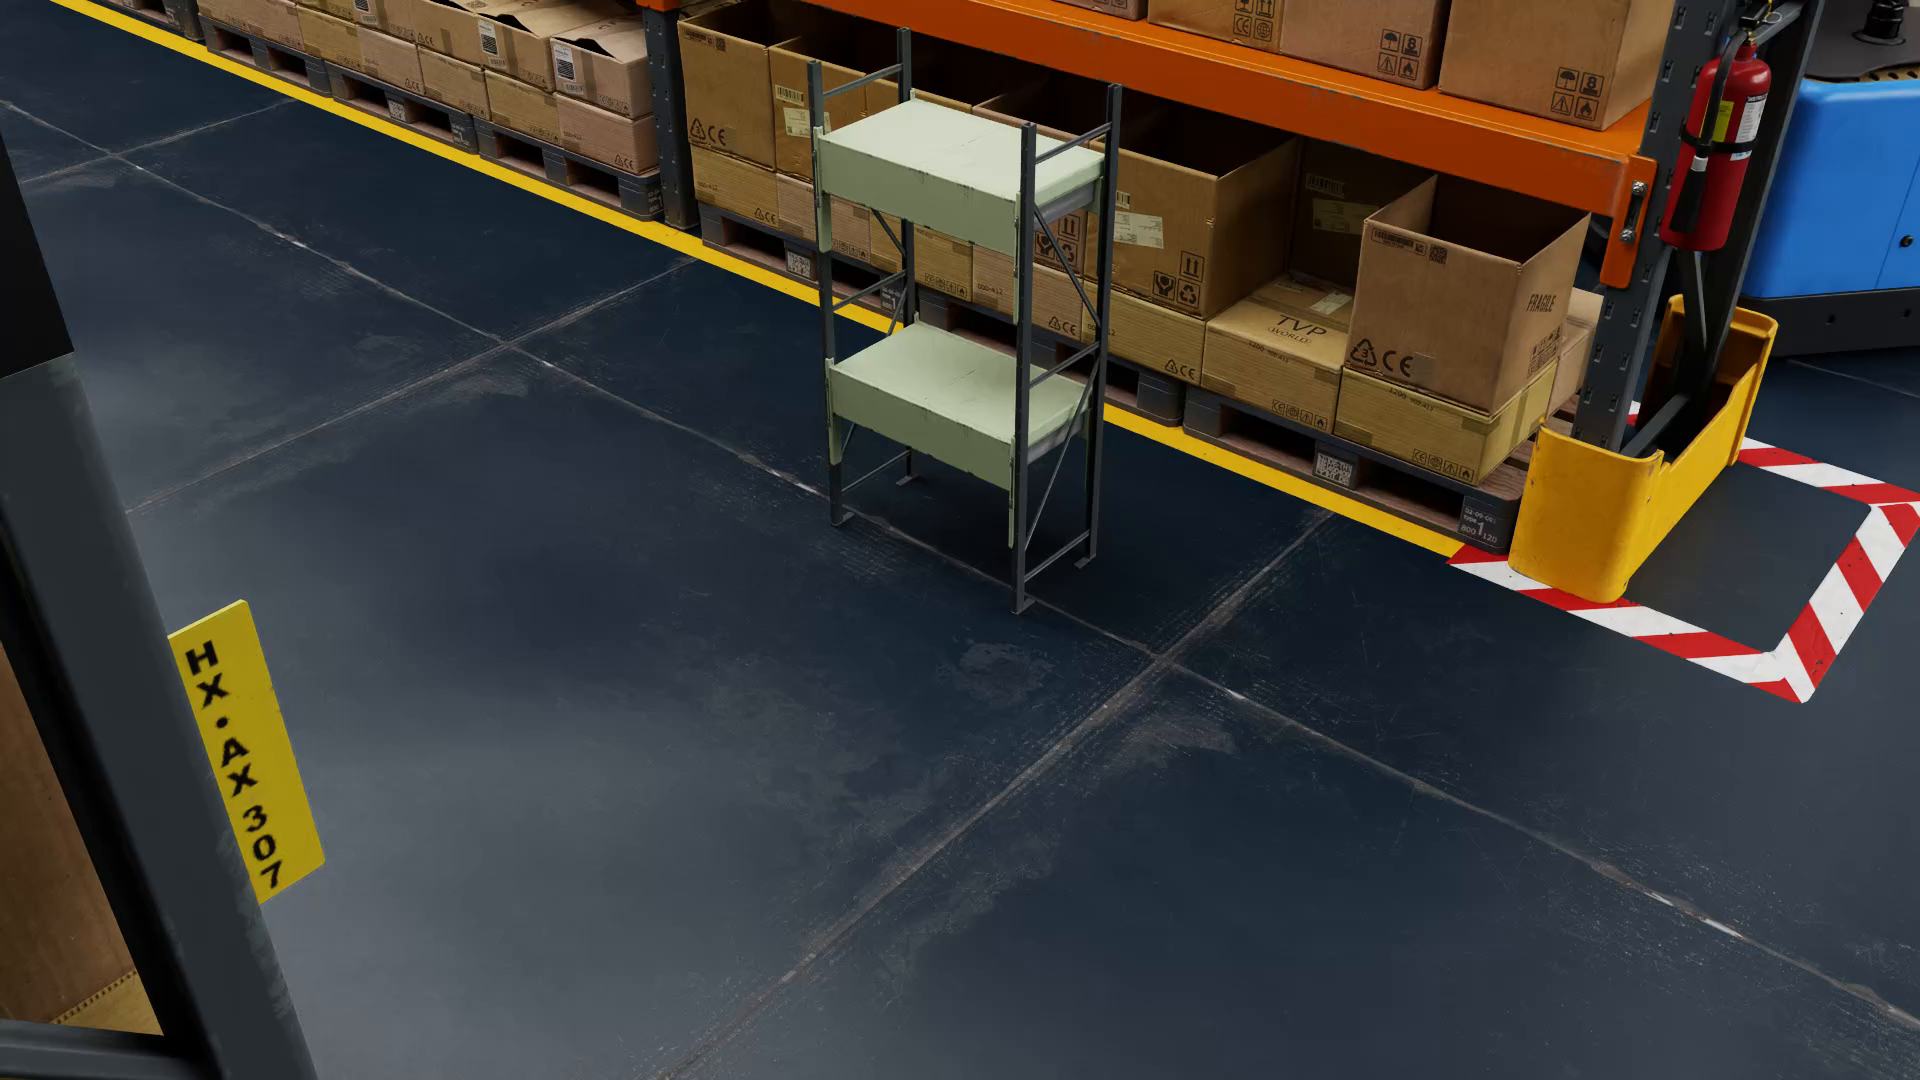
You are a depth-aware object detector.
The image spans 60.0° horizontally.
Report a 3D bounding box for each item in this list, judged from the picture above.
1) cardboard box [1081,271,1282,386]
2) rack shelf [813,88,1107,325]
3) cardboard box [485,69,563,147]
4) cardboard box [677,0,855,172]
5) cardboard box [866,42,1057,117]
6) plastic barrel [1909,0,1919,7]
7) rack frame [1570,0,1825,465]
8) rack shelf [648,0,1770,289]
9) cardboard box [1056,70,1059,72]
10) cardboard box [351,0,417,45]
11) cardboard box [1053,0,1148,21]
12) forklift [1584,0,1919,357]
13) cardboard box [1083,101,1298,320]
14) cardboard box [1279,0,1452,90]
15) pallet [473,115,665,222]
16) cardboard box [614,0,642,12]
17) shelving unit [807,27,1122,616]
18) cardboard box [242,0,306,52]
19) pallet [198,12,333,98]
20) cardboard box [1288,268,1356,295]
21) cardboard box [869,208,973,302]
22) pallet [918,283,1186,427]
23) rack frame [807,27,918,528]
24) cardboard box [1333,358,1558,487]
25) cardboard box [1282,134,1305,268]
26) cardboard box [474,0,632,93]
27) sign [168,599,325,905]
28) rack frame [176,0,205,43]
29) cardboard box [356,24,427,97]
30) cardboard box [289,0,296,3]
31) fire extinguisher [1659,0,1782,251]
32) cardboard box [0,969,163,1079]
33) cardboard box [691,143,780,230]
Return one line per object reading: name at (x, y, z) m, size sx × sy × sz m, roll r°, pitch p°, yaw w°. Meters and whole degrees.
cardboard box at (0.776, -0.817, 5.848) m, size 0.500 × 0.250 × 0.500 m, roll 25°, pitch 42°, yaw 32°
rack shelf at (0.005, -0.938, 4.601) m, size 0.720 × 0.370 × 0.431 m, roll 25°, pitch 42°, yaw 32°
cardboard box at (-1.811, -2.052, 7.647) m, size 0.500 × 0.250 × 0.500 m, roll 25°, pitch 41°, yaw 31°
cardboard box at (-0.763, -1.849, 6.688) m, size 0.500 × 0.500 × 0.500 m, roll 25°, pitch 42°, yaw 32°
cardboard box at (0.005, -1.487, 6.161) m, size 0.500 × 0.500 × 0.500 m, roll 25°, pitch 42°, yaw 32°
plastic barrel at (4.772, -2.862, 8.595) m, size 0.421 × 0.512 × 0.421 m, roll 0°, pitch 34°, yaw 0°
rack frame at (2.155, -1.356, 4.574) m, size 0.127 × 3.000 × 1.000 m, roll 25°, pitch 42°, yaw 32°
rack shelf at (0.618, -1.784, 5.833) m, size 4.000 × 0.370 × 1.077 m, roll 25°, pitch 42°, yaw 32°
cardboard box at (0.340, -1.715, 6.493) m, size 0.500 × 0.500 × 0.500 m, roll 25°, pitch 42°, yaw 32°
cardboard box at (-2.584, -2.648, 8.019) m, size 0.500 × 0.311 × 0.500 m, roll 25°, pitch 41°, yaw 31°
cardboard box at (0.613, -2.131, 5.615) m, size 0.500 × 0.500 × 0.700 m, roll 27°, pitch 43°, yaw 33°
forklift at (3.071, -2.696, 6.586) m, size 1.130 × 2.935 × 3.031 m, roll -5°, pitch 35°, yaw -8°
cardboard box at (0.774, -1.125, 5.634) m, size 0.500 × 0.500 × 0.500 m, roll 25°, pitch 42°, yaw 32°
cardboard box at (1.397, -1.760, 5.074) m, size 0.500 × 0.500 × 0.700 m, roll 26°, pitch 42°, yaw 33°
pallet at (-1.511, -1.905, 7.837) m, size 1.213 × 0.211 × 1.003 m, roll 25°, pitch 42°, yaw 32°
cardboard box at (-1.459, -2.517, 7.828) m, size 0.500 × 0.311 × 0.500 m, roll 25°, pitch 42°, yaw 31°
shelving unit at (0.005, -0.616, 4.822) m, size 0.755 × 1.500 × 0.431 m, roll 25°, pitch 42°, yaw 32°
cardboard box at (-3.392, -2.794, 8.726) m, size 0.500 × 0.250 × 0.500 m, roll 24°, pitch 41°, yaw 31°
pallet at (-3.386, -2.789, 9.124) m, size 1.213 × 0.211 × 1.003 m, roll 25°, pitch 42°, yaw 32°
cardboard box at (1.498, -0.866, 5.919) m, size 0.500 × 0.250 × 0.500 m, roll 25°, pitch 42°, yaw 32°
cardboard box at (0.005, -1.178, 6.373) m, size 0.500 × 0.250 × 0.500 m, roll 25°, pitch 42°, yaw 32°
pallet at (0.607, -0.907, 6.384) m, size 1.213 × 0.211 × 1.003 m, roll 25°, pitch 42°, yaw 32°
rack frame at (-0.276, -0.748, 5.015) m, size 0.023 × 1.500 × 0.400 m, roll 25°, pitch 42°, yaw 32°
cardboard box at (1.554, -0.461, 5.330) m, size 0.500 × 0.250 × 0.500 m, roll 25°, pitch 42°, yaw 32°
cardboard box at (1.107, -1.351, 5.963) m, size 0.500 × 0.500 × 0.500 m, roll 25°, pitch 42°, yaw 32°
cardboard box at (-1.818, -2.283, 7.487) m, size 0.500 × 0.311 × 0.500 m, roll 27°, pitch 42°, yaw 33°
sign at (-0.665, 0.208, 1.533) m, size 0.005 × 0.325 × 0.100 m, roll 25°, pitch 42°, yaw 32°
rack frame at (-3.993, -4.253, 8.794) m, size 0.127 × 3.000 × 1.000 m, roll 25°, pitch 42°, yaw 32°
cardboard box at (-2.595, -2.422, 8.185) m, size 0.500 × 0.250 × 0.500 m, roll 26°, pitch 42°, yaw 33°
cardboard box at (-3.370, -3.020, 8.561) m, size 0.500 × 0.311 × 0.500 m, roll 24°, pitch 41°, yaw 31°
fire extinguisher at (1.948, -1.079, 4.240) m, size 0.183 × 0.674 × 0.296 m, roll 25°, pitch 42°, yaw 32°
cardboard box at (-1.184, 0.540, 1.929) m, size 0.500 × 0.250 × 0.500 m, roll 24°, pitch 41°, yaw 31°
cardboard box at (-0.757, -1.544, 6.907) m, size 0.500 × 0.250 × 0.500 m, roll 25°, pitch 42°, yaw 32°
